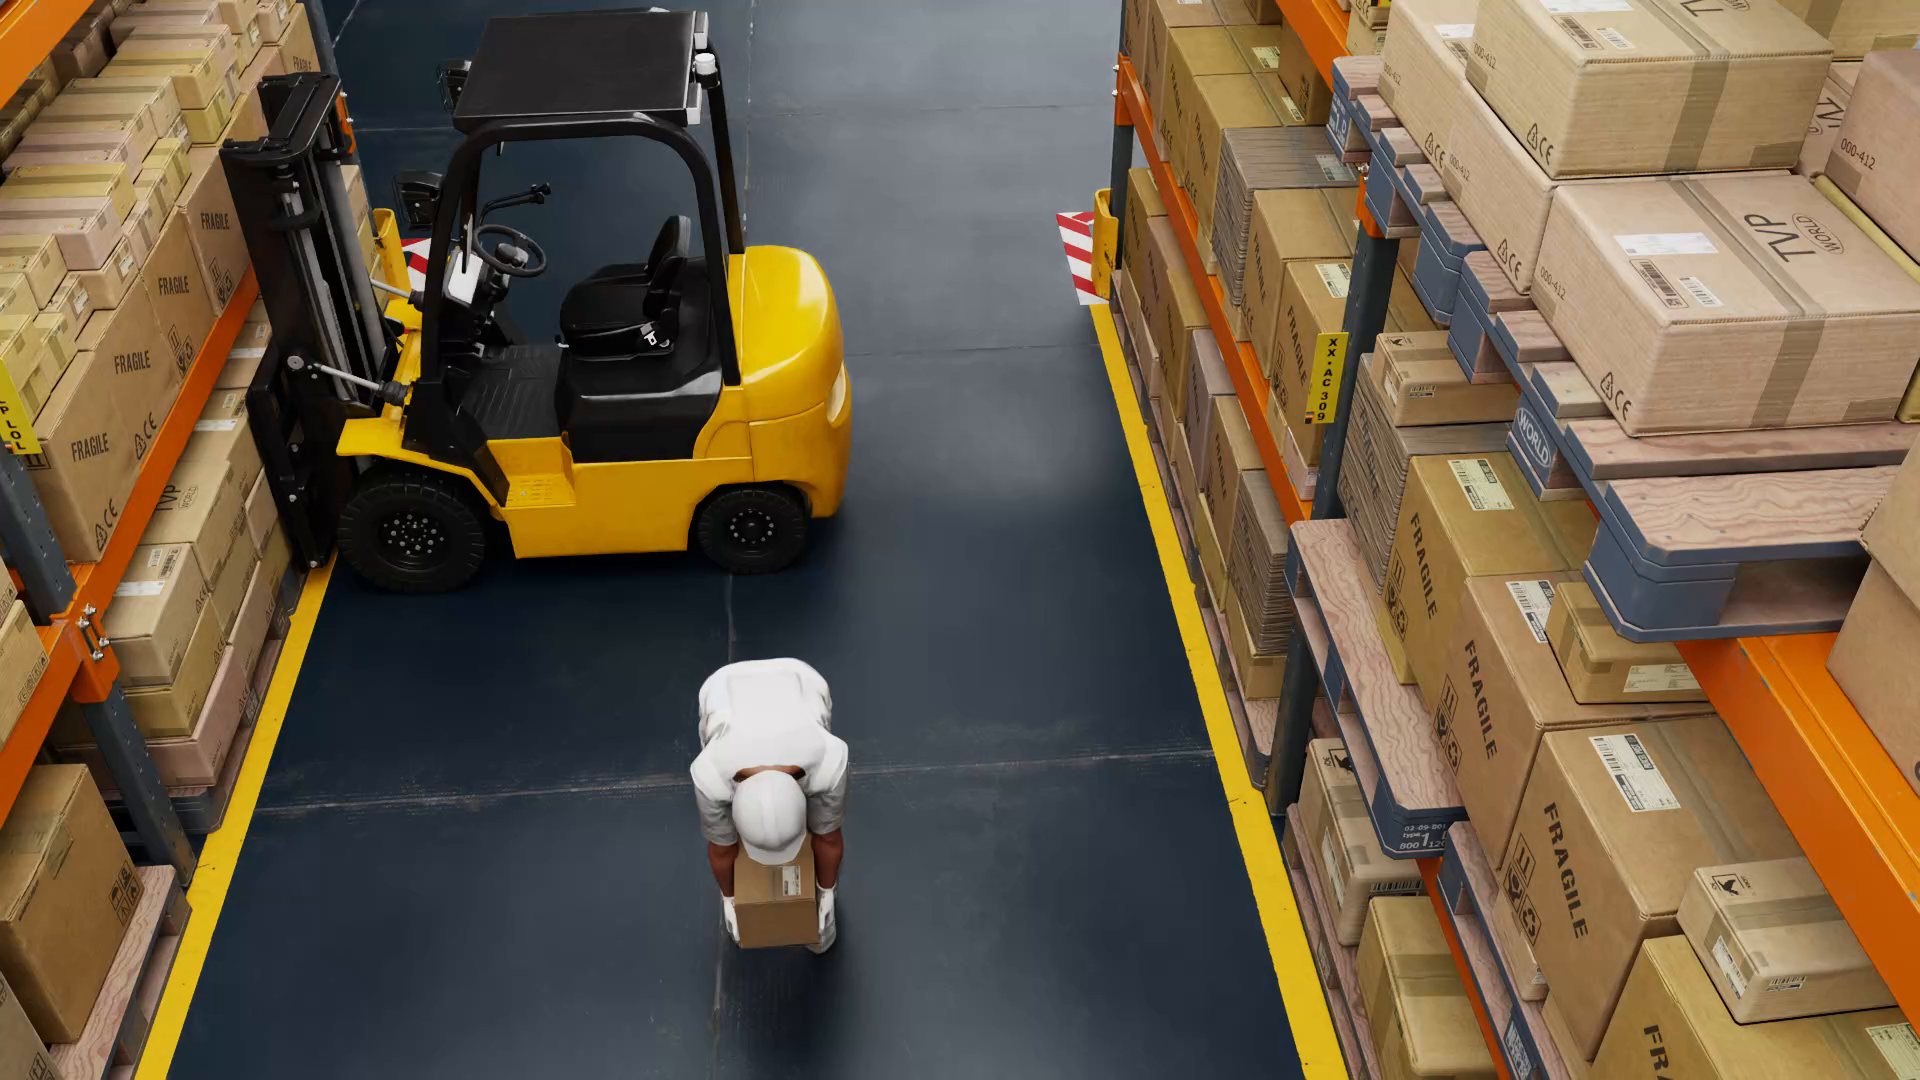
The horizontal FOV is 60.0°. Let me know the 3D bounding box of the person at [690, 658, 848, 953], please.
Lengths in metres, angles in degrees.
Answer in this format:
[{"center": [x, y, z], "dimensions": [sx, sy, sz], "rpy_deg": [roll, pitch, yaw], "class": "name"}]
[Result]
[{"center": [-0.591, 0.958, 5.344], "dimensions": [0.489, 1.280, 0.953], "rpy_deg": [-4, 39, -5], "class": "person"}]
